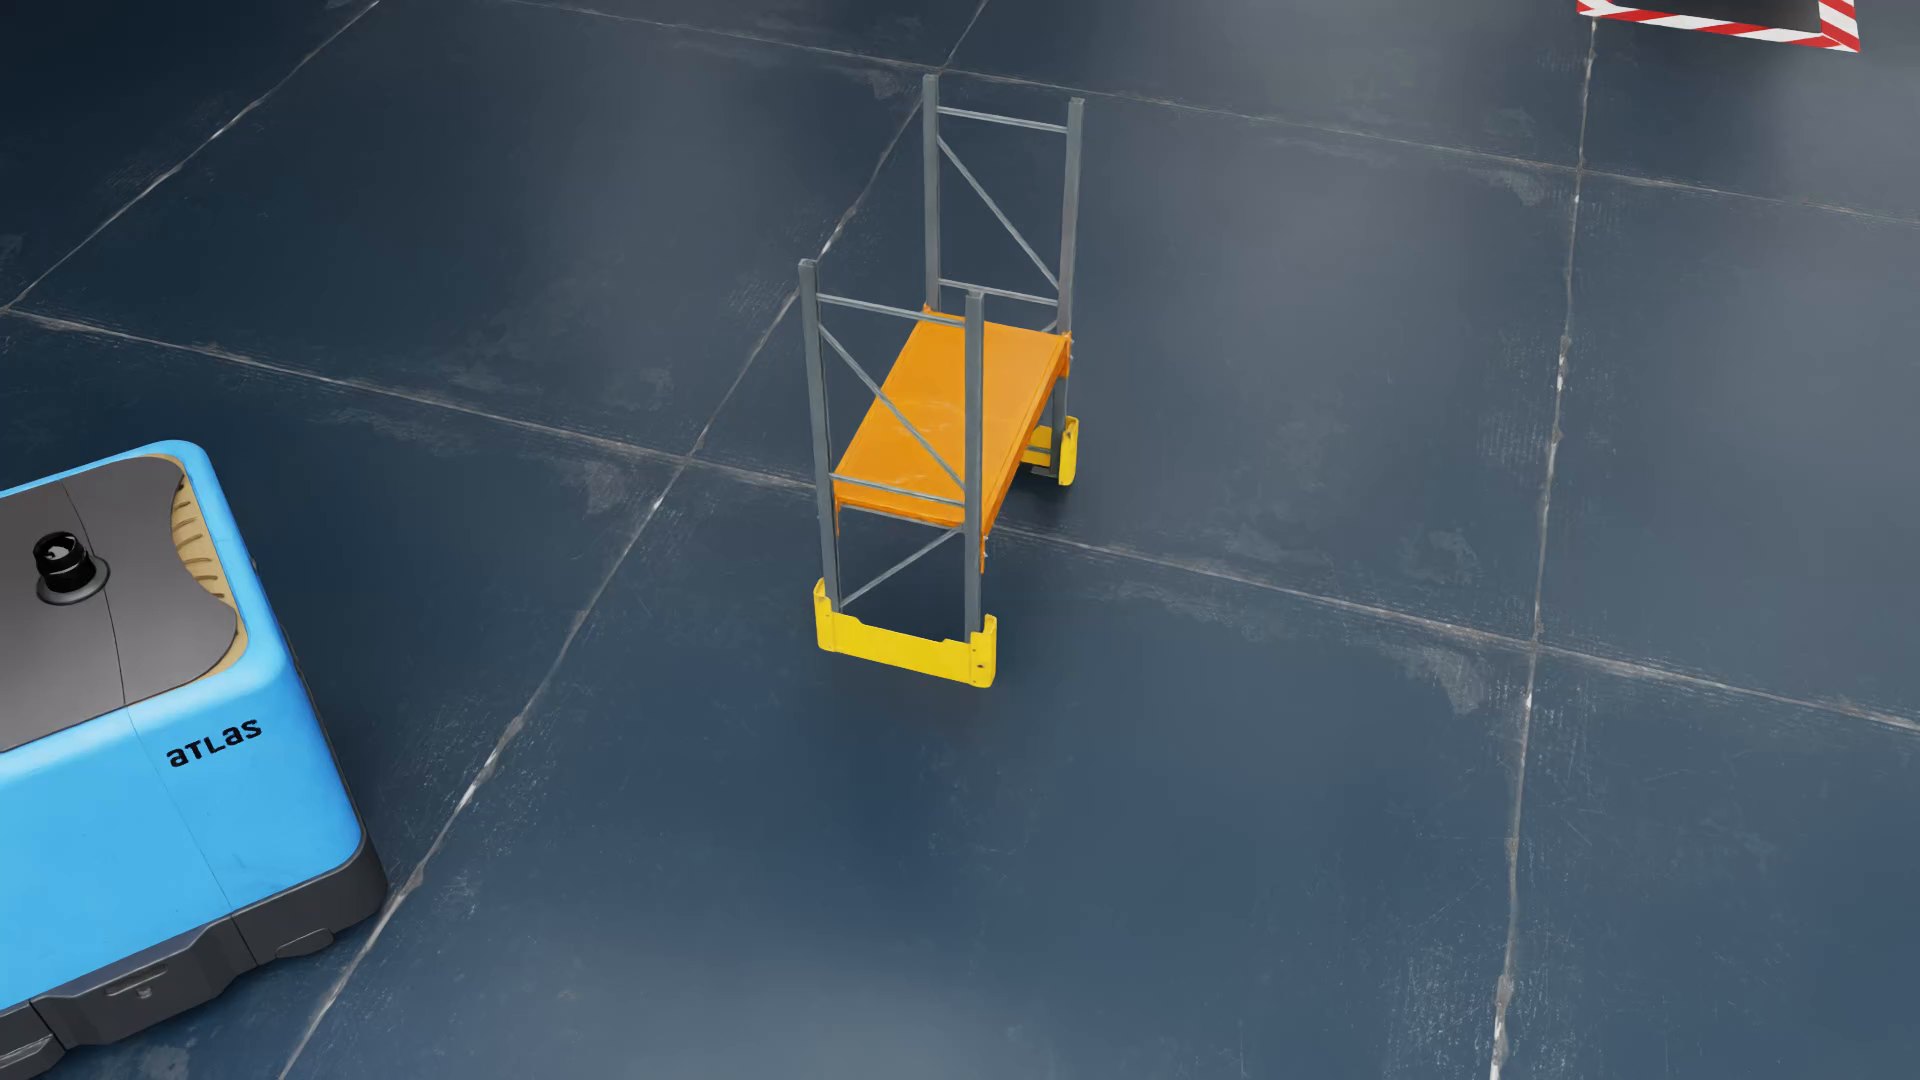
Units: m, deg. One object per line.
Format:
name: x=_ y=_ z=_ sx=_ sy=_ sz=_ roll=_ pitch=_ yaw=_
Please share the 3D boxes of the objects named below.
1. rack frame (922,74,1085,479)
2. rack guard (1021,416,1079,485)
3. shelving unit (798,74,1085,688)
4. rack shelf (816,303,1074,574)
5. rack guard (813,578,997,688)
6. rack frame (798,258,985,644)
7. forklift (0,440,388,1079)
rack frame: x=0.128 y=-0.818 z=5.514 sx=0.500 sy=1.500 sz=0.032 roll=13 pitch=46 yaw=13
rack guard: x=0.128 y=-0.370 z=5.950 sx=0.587 sy=0.250 sz=0.087 roll=13 pitch=46 yaw=13
shelving unit: x=-0.023 y=-0.485 z=5.174 sx=0.587 sy=1.500 sz=1.083 roll=13 pitch=46 yaw=13
rack shelf: x=-0.026 y=-0.351 z=5.293 sx=0.538 sy=0.185 sz=1.000 roll=13 pitch=46 yaw=13
rack guard: x=-0.174 y=0.293 z=5.271 sx=0.587 sy=0.250 sz=0.087 roll=13 pitch=46 yaw=13
rack frame: x=-0.180 y=-0.140 z=4.821 sx=0.500 sy=1.500 sz=0.032 roll=13 pitch=46 yaw=13
forklift: x=-3.133 y=0.236 z=3.413 sx=3.031 sy=2.935 sz=1.130 roll=-22 pitch=49 yaw=-21
